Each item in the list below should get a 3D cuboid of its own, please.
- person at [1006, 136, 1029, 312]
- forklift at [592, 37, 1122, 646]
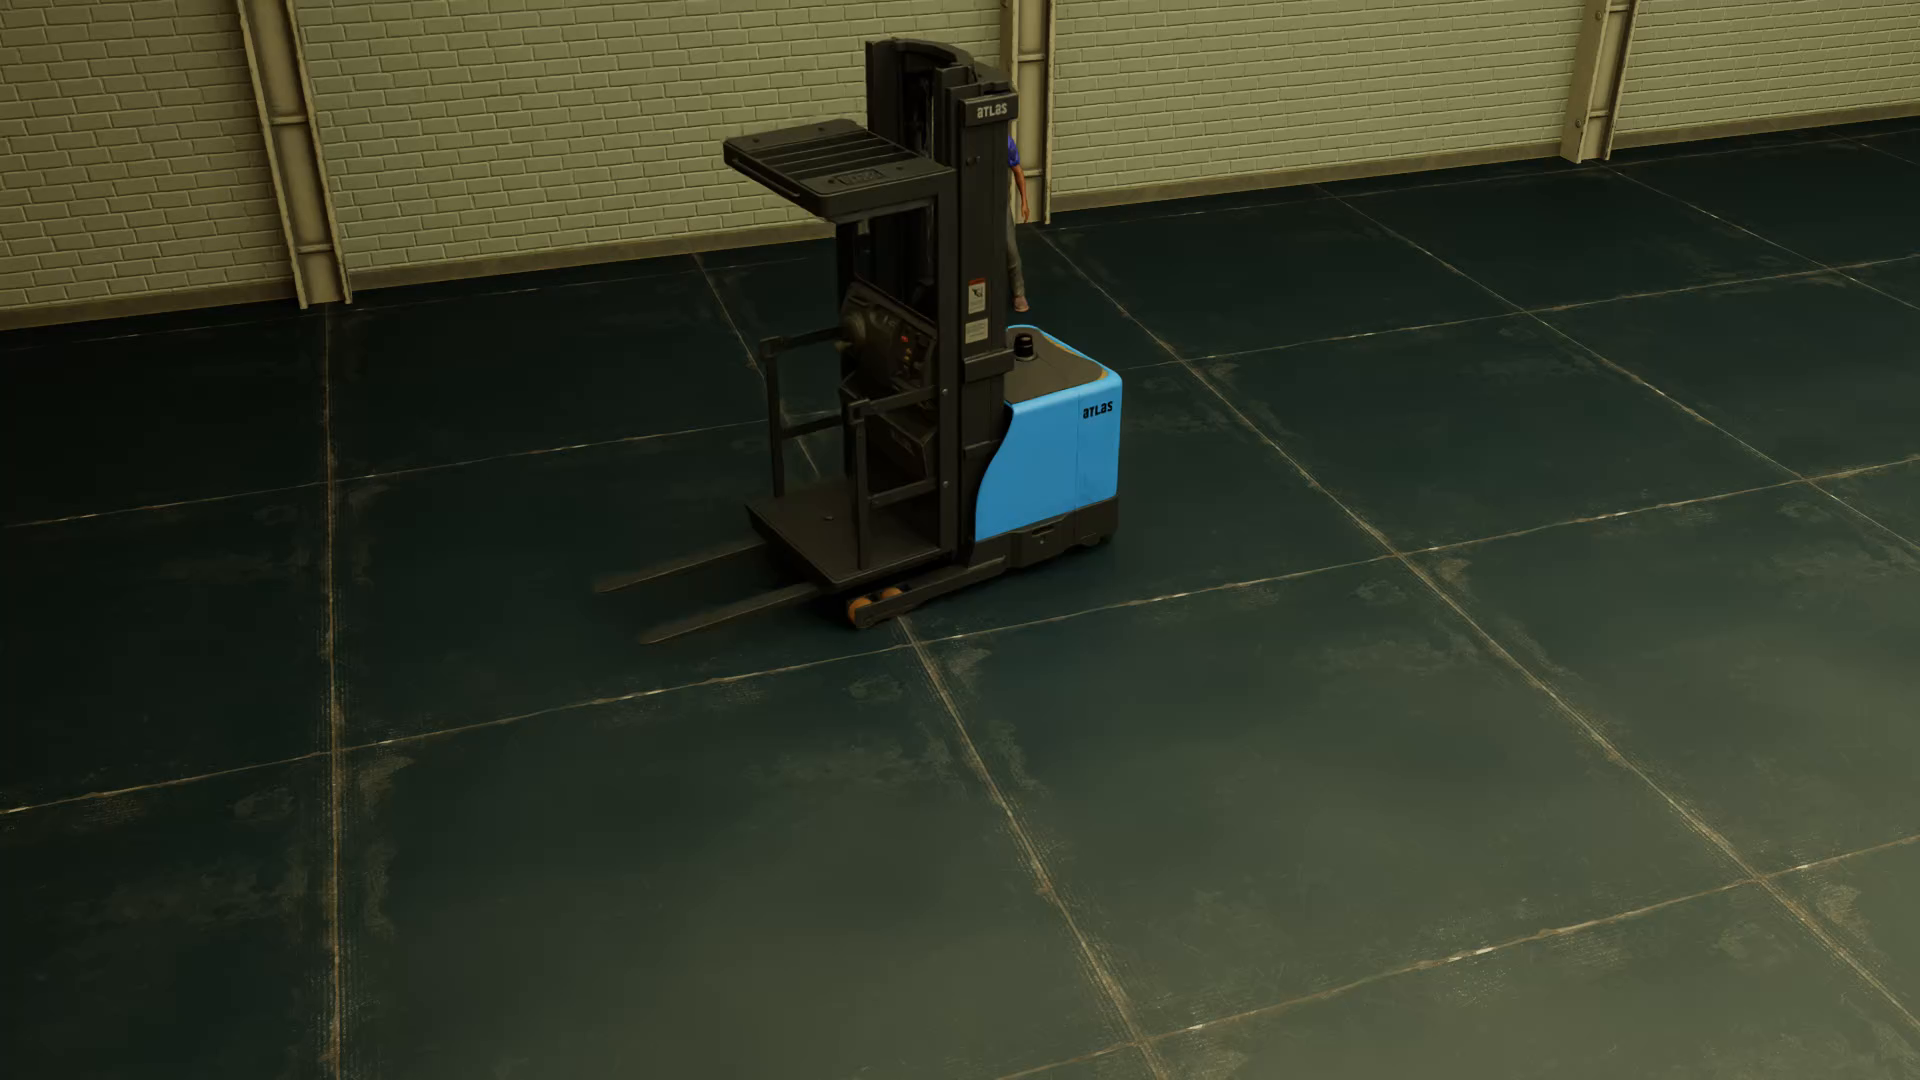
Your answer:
[{"bbox_3d":[0.214,-2.603,12.915,0.687,1.635,0.385,2,30,4],"label":"person"},{"bbox_3d":[-0.570,-1.082,8.968,3.031,2.935,1.130,-18,34,-28],"label":"forklift"}]
